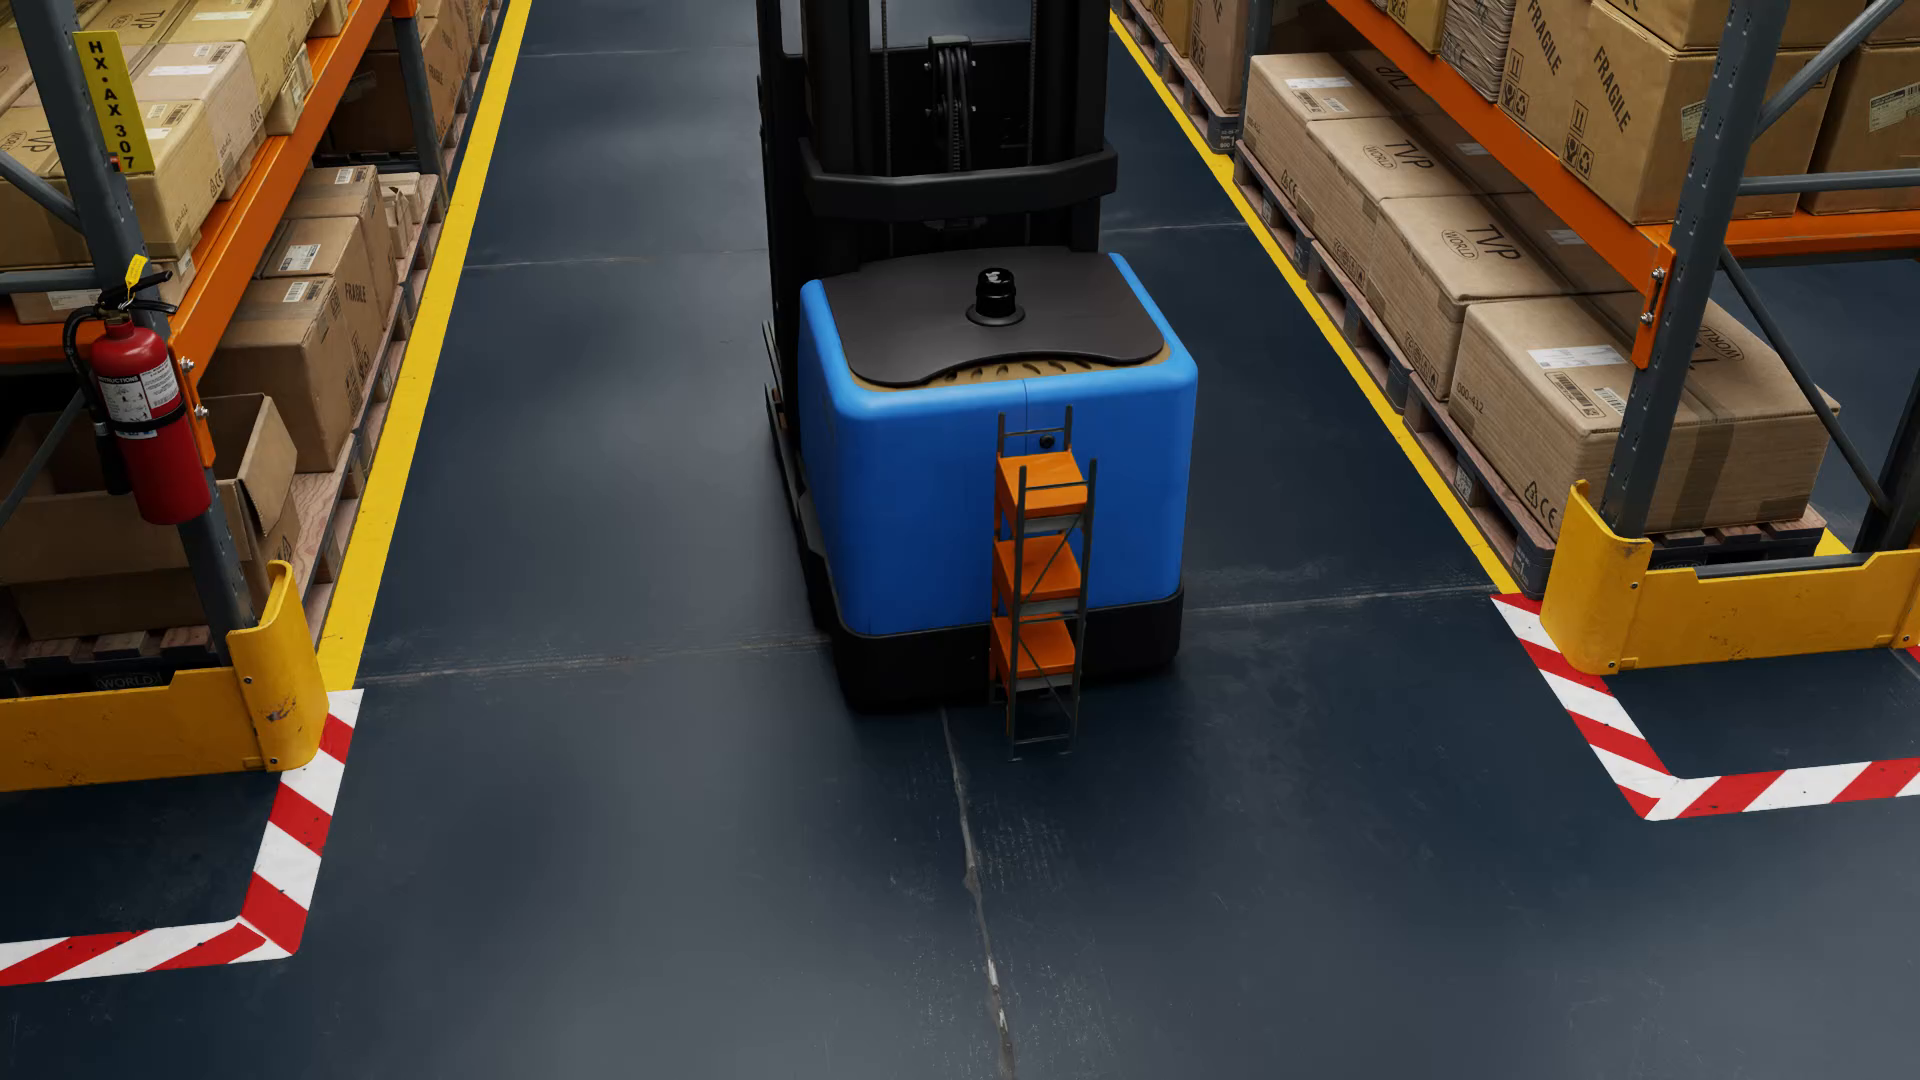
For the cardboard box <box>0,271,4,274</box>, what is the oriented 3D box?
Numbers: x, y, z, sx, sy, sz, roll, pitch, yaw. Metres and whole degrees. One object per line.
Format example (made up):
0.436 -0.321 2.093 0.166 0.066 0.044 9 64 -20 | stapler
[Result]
-2.741 -0.799 4.482 0.380 0.149 0.250 -3 34 -5 | cardboard box

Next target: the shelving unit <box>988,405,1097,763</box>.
0.216 0.143 4.593 0.215 1.050 0.252 -7 39 -10 | shelving unit

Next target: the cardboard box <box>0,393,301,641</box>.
-2.445 -0.082 5.051 0.797 0.503 0.637 -6 35 -8 | cardboard box

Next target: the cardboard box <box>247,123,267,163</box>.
-2.394 -1.268 5.170 0.380 0.149 0.250 -4 34 -6 | cardboard box

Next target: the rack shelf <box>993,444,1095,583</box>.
0.220 -0.071 4.424 0.215 0.259 0.240 -7 39 -10 | rack shelf

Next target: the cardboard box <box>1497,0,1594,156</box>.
2.081 -1.541 5.259 0.500 0.500 0.500 -5 35 -7 | cardboard box

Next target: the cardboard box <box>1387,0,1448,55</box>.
1.920 -2.115 6.101 0.500 0.500 0.500 -3 34 -5 | cardboard box

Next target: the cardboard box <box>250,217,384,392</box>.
-2.494 -0.863 6.200 0.500 0.500 0.500 -4 34 -5 | cardboard box

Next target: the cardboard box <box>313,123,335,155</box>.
-3.354 -2.216 8.185 0.500 0.500 0.500 -5 35 -7 | cardboard box

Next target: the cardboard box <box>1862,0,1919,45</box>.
2.679 -1.714 4.624 0.500 0.500 0.500 -5 35 -7 | cardboard box

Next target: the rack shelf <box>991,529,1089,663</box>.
0.216 0.152 4.600 0.215 0.259 0.240 -7 39 -10 | rack shelf

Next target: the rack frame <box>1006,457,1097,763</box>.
0.240 0.218 4.500 0.200 1.050 0.008 -7 39 -10 | rack frame

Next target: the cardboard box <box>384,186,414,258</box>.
-2.581 -1.380 7.166 0.396 0.266 0.258 -3 34 -5 | cardboard box

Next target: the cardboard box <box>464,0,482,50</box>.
-3.045 -3.116 9.506 0.500 0.500 0.500 -6 35 -8 | cardboard box

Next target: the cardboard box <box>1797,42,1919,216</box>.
2.681 -1.301 4.906 0.500 0.500 0.500 -5 35 -7 | cardboard box

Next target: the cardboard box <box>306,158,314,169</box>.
-3.140 -1.500 7.302 0.500 0.311 0.500 -3 34 -5 | cardboard box

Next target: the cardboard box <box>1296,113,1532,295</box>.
2.022 -1.459 7.129 0.875 0.438 0.875 -5 35 -8 | cardboard box

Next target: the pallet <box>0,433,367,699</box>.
-2.575 0.074 5.455 1.003 0.211 1.213 -4 35 -6 | pallet

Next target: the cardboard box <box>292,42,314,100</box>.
-2.409 -1.560 5.599 0.380 0.149 0.250 -4 34 -5 | cardboard box

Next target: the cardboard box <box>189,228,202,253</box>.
-2.309 -0.830 4.528 0.380 0.149 0.250 -4 34 -5 | cardboard box

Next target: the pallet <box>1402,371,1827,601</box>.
2.276 -0.258 5.941 1.003 0.211 1.213 -4 35 -6 | pallet

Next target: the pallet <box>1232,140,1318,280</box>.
1.948 -1.619 7.939 1.003 0.211 1.213 -4 35 -6 | pallet

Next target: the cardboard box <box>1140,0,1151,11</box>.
1.511 -3.840 10.234 0.875 0.875 0.875 -4 34 -6 | cardboard box

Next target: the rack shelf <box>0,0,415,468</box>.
-2.726 -1.410 5.795 1.077 0.370 4.000 -4 35 -6 | rack shelf

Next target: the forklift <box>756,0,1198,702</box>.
-0.128 -1.556 5.430 1.130 2.935 3.031 -7 35 -10 | forklift

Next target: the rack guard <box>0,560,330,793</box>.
-2.467 0.399 4.721 1.175 0.500 0.348 -4 35 -6 | rack guard

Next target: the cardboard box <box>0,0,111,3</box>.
-2.982 -1.746 5.517 0.500 0.250 0.500 -4 35 -6 | cardboard box

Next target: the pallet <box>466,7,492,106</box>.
-3.309 -2.805 9.678 1.003 0.211 1.213 -4 35 -6 | pallet

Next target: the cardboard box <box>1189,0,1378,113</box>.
1.760 -2.837 8.764 0.875 0.875 0.875 -3 34 -5 | cardboard box

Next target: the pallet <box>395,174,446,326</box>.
-2.904 -1.288 7.453 1.003 0.211 1.213 -4 35 -6 | pallet

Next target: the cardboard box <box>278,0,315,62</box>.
-2.480 -1.774 5.558 0.500 0.250 0.500 -5 35 -8 | cardboard box

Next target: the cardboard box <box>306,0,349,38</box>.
-2.516 -1.985 6.223 0.380 0.149 0.250 -5 35 -7 | cardboard box

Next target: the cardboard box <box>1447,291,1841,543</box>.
2.273 -0.445 5.642 0.875 0.438 0.875 -5 35 -8 | cardboard box

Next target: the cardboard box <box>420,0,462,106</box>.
-2.918 -2.548 8.672 0.500 0.500 0.500 -5 35 -7 | cardboard box

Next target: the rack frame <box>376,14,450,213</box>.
-2.995 -2.824 7.230 1.000 3.000 0.127 -4 35 -6 | rack frame

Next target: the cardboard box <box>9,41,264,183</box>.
-2.319 -1.208 4.727 0.500 0.250 0.500 -4 34 -6 | cardboard box

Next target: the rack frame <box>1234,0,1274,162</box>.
1.923 -3.202 7.785 1.000 3.000 0.127 -4 35 -6 | rack frame

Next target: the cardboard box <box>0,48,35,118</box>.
-2.850 -1.177 4.683 0.500 0.250 0.500 -4 35 -6 | cardboard box

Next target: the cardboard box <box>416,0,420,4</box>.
-2.939 -2.744 8.383 0.380 0.149 0.250 -6 35 -9 | cardboard box

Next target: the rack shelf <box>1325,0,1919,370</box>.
2.192 -1.788 6.350 1.077 0.370 4.000 -4 35 -6 | rack shelf

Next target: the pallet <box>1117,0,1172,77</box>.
1.577 -3.157 10.195 1.003 0.211 1.213 -4 35 -6 | pallet
